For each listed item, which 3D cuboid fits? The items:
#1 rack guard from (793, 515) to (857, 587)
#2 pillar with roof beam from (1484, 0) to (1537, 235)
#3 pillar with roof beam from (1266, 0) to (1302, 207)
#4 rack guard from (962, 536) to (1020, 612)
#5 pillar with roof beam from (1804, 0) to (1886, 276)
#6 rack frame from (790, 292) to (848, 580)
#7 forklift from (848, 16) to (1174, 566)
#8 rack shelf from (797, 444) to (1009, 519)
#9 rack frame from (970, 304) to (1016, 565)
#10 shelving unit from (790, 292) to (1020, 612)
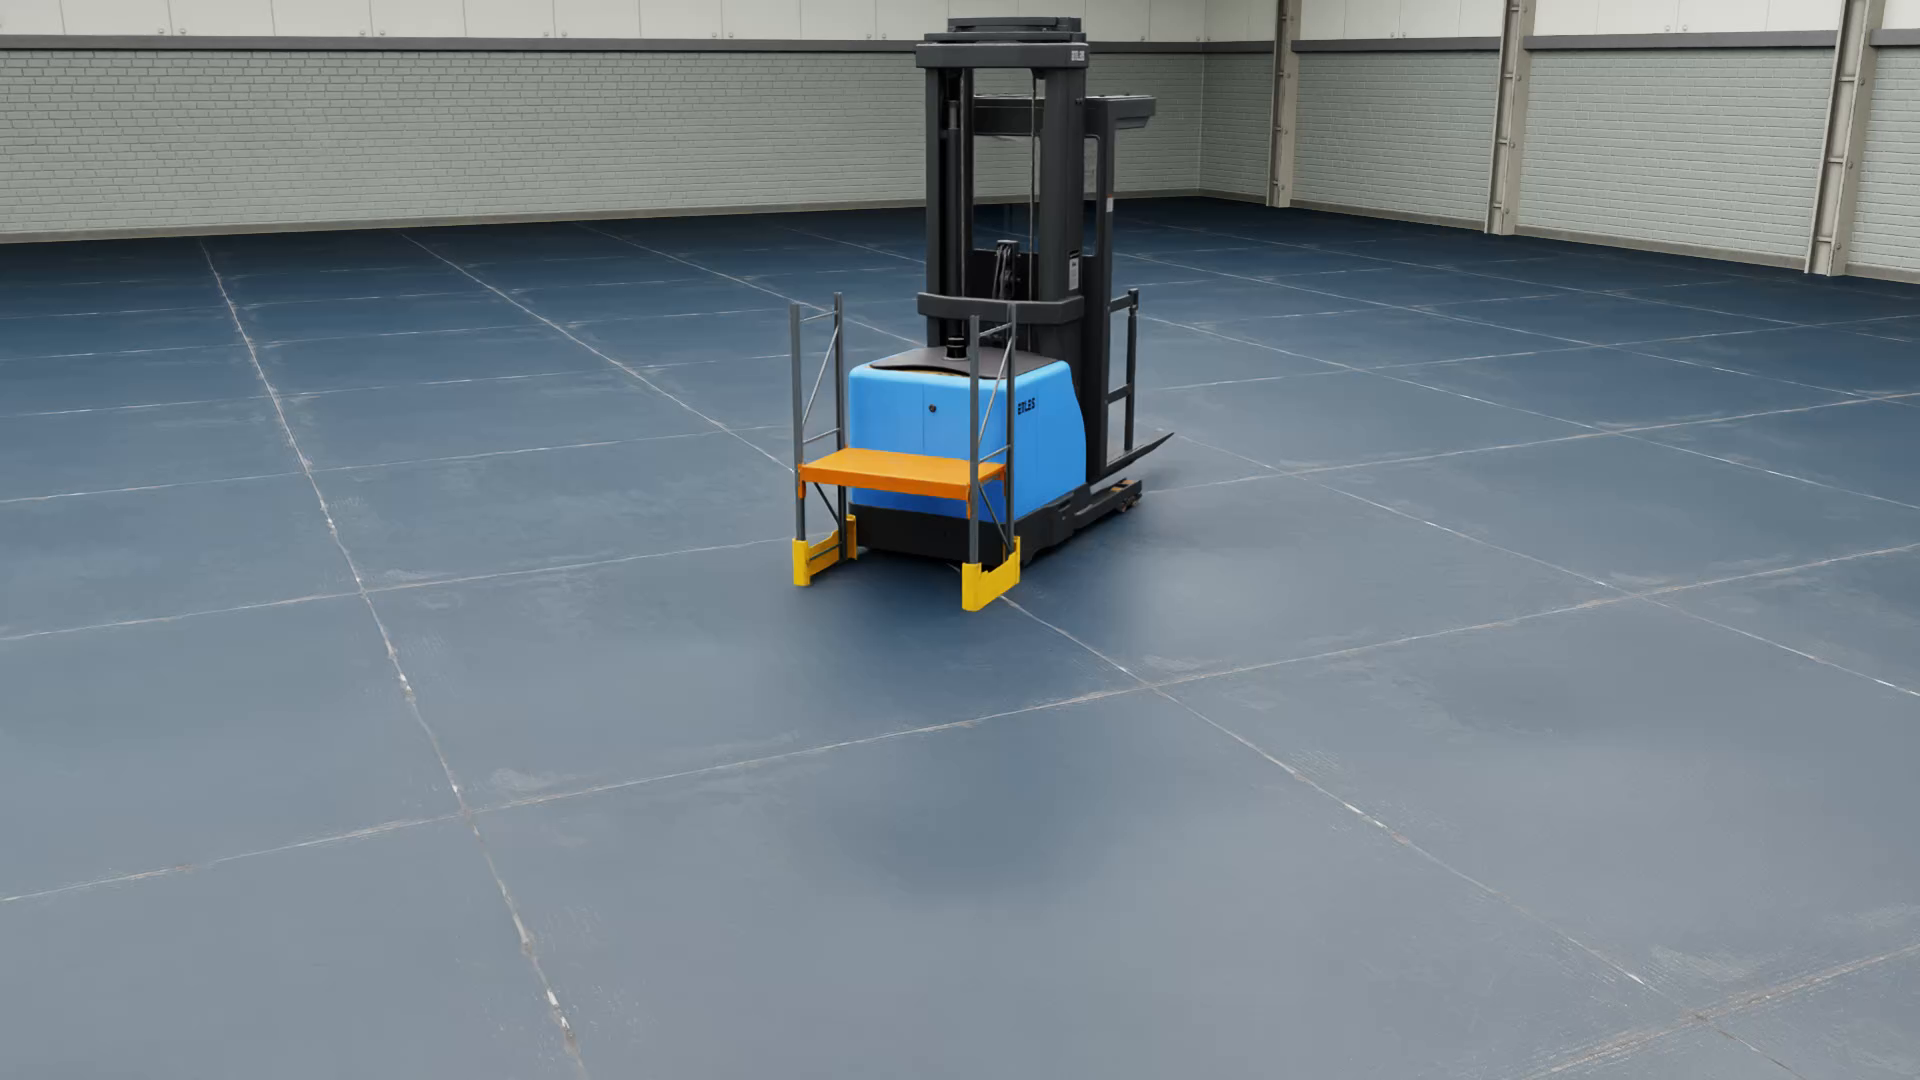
[{"bbox_3d":[-0.735,0.054,9.110,0.087,0.250,0.587,7,18,24],"label":"rack guard"},{"bbox_3d":[4.968,-8.822,24.180,9.100,9.000,0.400,-8,18,-25],"label":"pillar with roof beam"},{"bbox_3d":[2.340,-10.310,29.364,9.100,9.000,0.400,-8,18,-25],"label":"pillar with roof beam"},{"bbox_3d":[0.167,0.170,8.704,0.087,0.250,0.587,7,18,24],"label":"rack guard"},{"bbox_3d":[7.597,-7.335,18.996,9.100,9.000,0.400,-8,18,-25],"label":"pillar with roof beam"},{"bbox_3d":[-0.753,-0.549,8.946,0.032,1.500,0.500,7,18,24],"label":"rack frame"},{"bbox_3d":[0.496,-1.624,10.097,1.130,2.935,3.031,8,18,26],"label":"forklift"},{"bbox_3d":[-0.293,-0.317,8.788,1.000,0.185,0.538,7,18,24],"label":"rack shelf"},{"bbox_3d":[0.168,-0.430,8.531,0.032,1.500,0.500,7,18,24],"label":"rack frame"},{"bbox_3d":[-0.284,-0.489,8.735,1.083,1.500,0.587,7,18,24],"label":"shelving unit"}]
